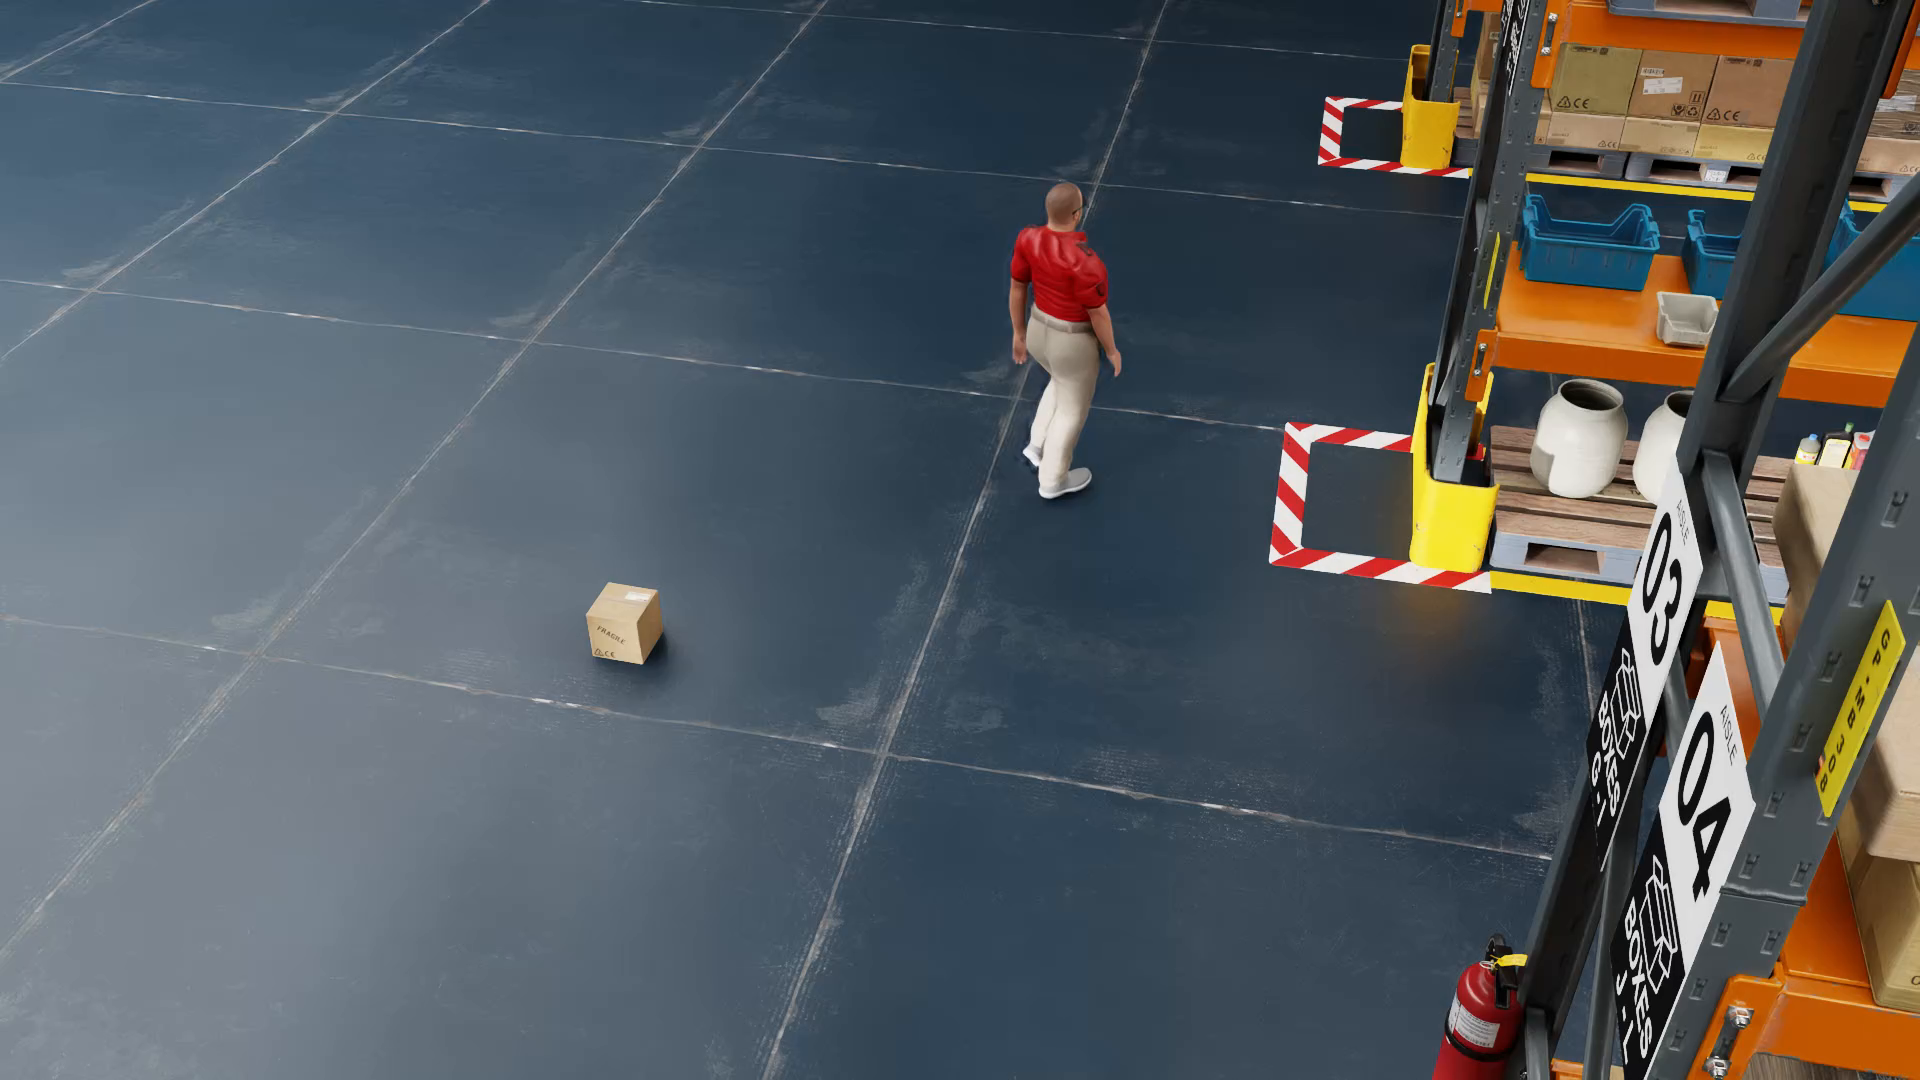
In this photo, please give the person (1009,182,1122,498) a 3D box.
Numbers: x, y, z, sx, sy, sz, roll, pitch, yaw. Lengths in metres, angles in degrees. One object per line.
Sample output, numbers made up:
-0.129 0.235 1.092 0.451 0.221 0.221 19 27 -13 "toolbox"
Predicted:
0.561 -0.988 8.329 0.463 1.769 0.538 -26 44 -31 "person"
